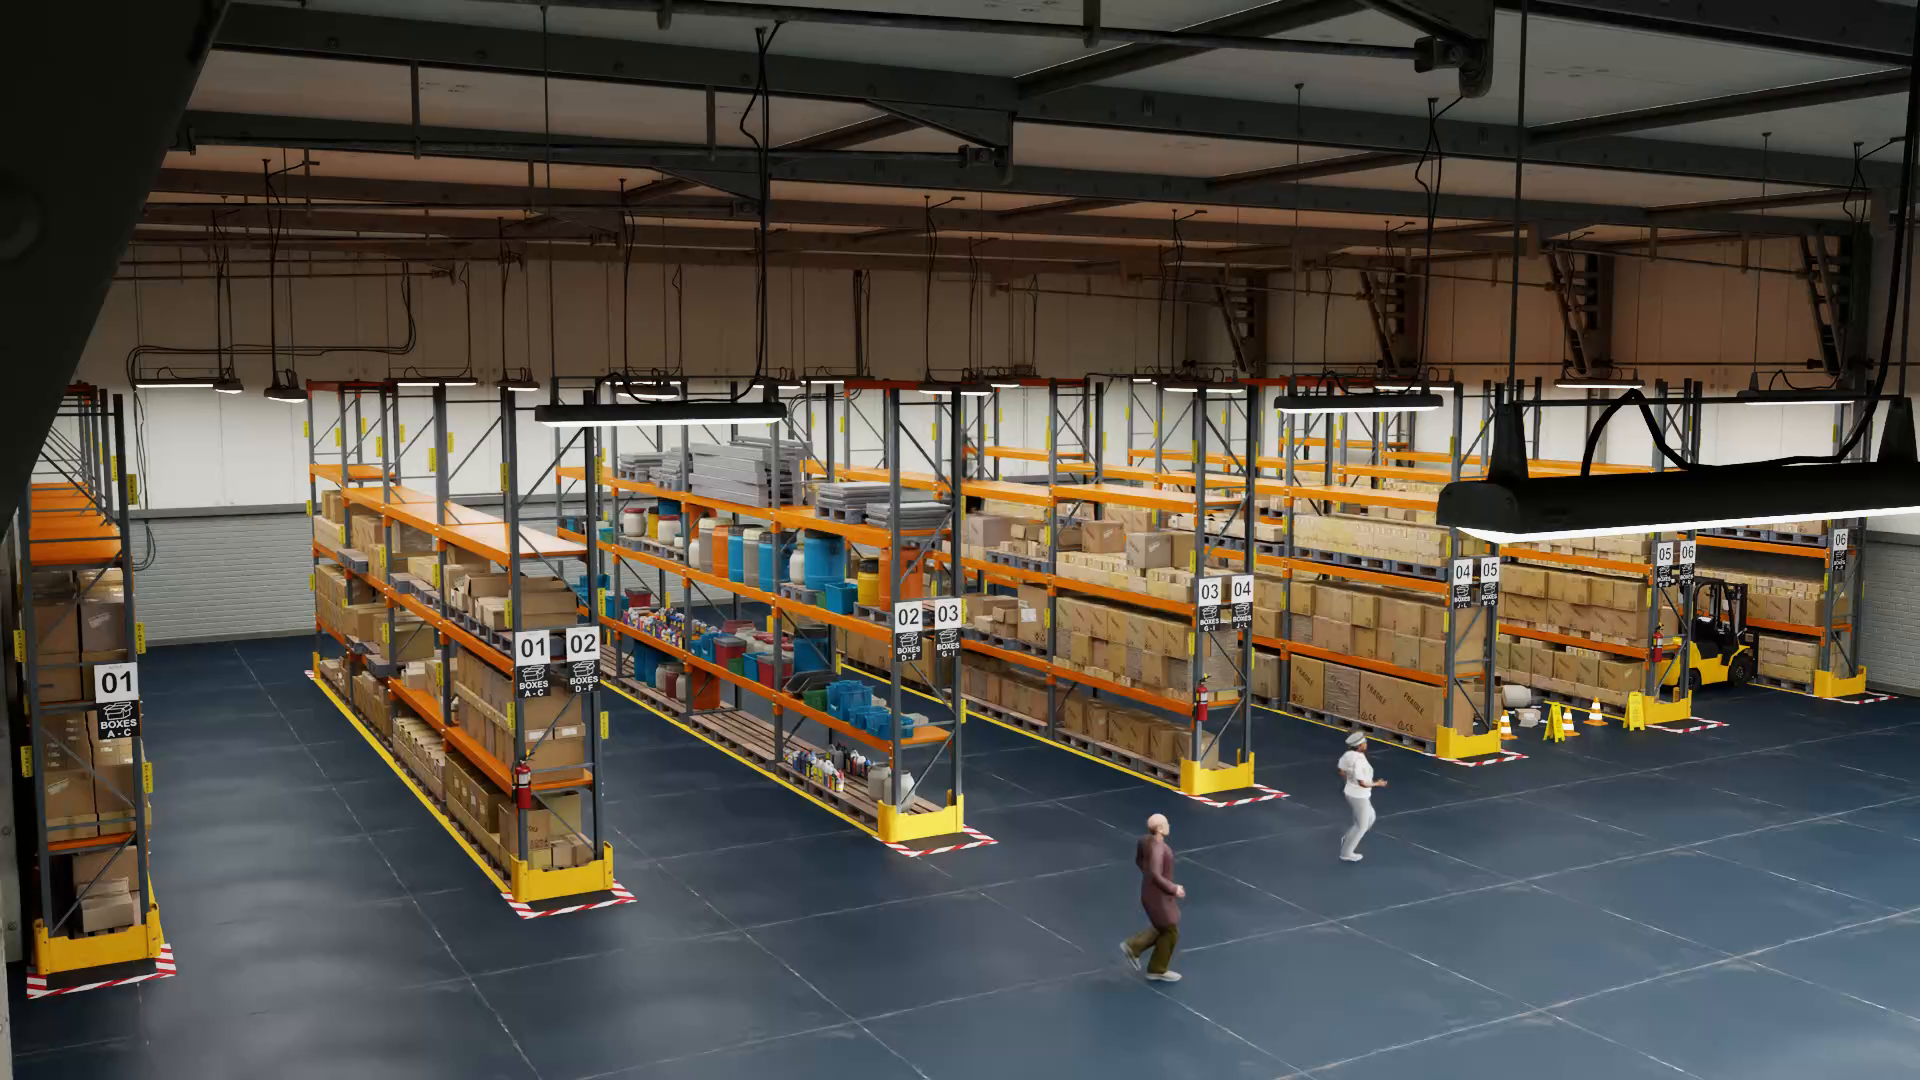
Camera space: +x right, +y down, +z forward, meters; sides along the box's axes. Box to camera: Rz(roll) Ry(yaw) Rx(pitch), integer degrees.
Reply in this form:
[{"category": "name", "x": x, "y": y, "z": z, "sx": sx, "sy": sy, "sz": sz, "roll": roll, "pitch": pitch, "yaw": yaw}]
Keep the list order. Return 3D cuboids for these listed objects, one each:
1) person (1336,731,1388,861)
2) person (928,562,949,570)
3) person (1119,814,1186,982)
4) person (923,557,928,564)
[{"category": "person", "x": 5.123, "y": 3.247, "z": 21.158, "sx": 0.572, "sy": 1.663, "sz": 0.563, "roll": 0, "pitch": 6, "yaw": -3}, {"category": "person", "x": -0.639, "y": 1.147, "z": 41.196, "sx": 0.697, "sy": 1.660, "sz": 0.833, "roll": 3, "pitch": 7, "yaw": 28}, {"category": "person", "x": 1.963, "y": 3.662, "z": 16.995, "sx": 0.639, "sy": 1.746, "sz": 0.721, "roll": -1, "pitch": 6, "yaw": -6}, {"category": "person", "x": -0.928, "y": 1.215, "z": 39.877, "sx": 0.726, "sy": 1.758, "sz": 0.771, "roll": -1, "pitch": 6, "yaw": -8}]
